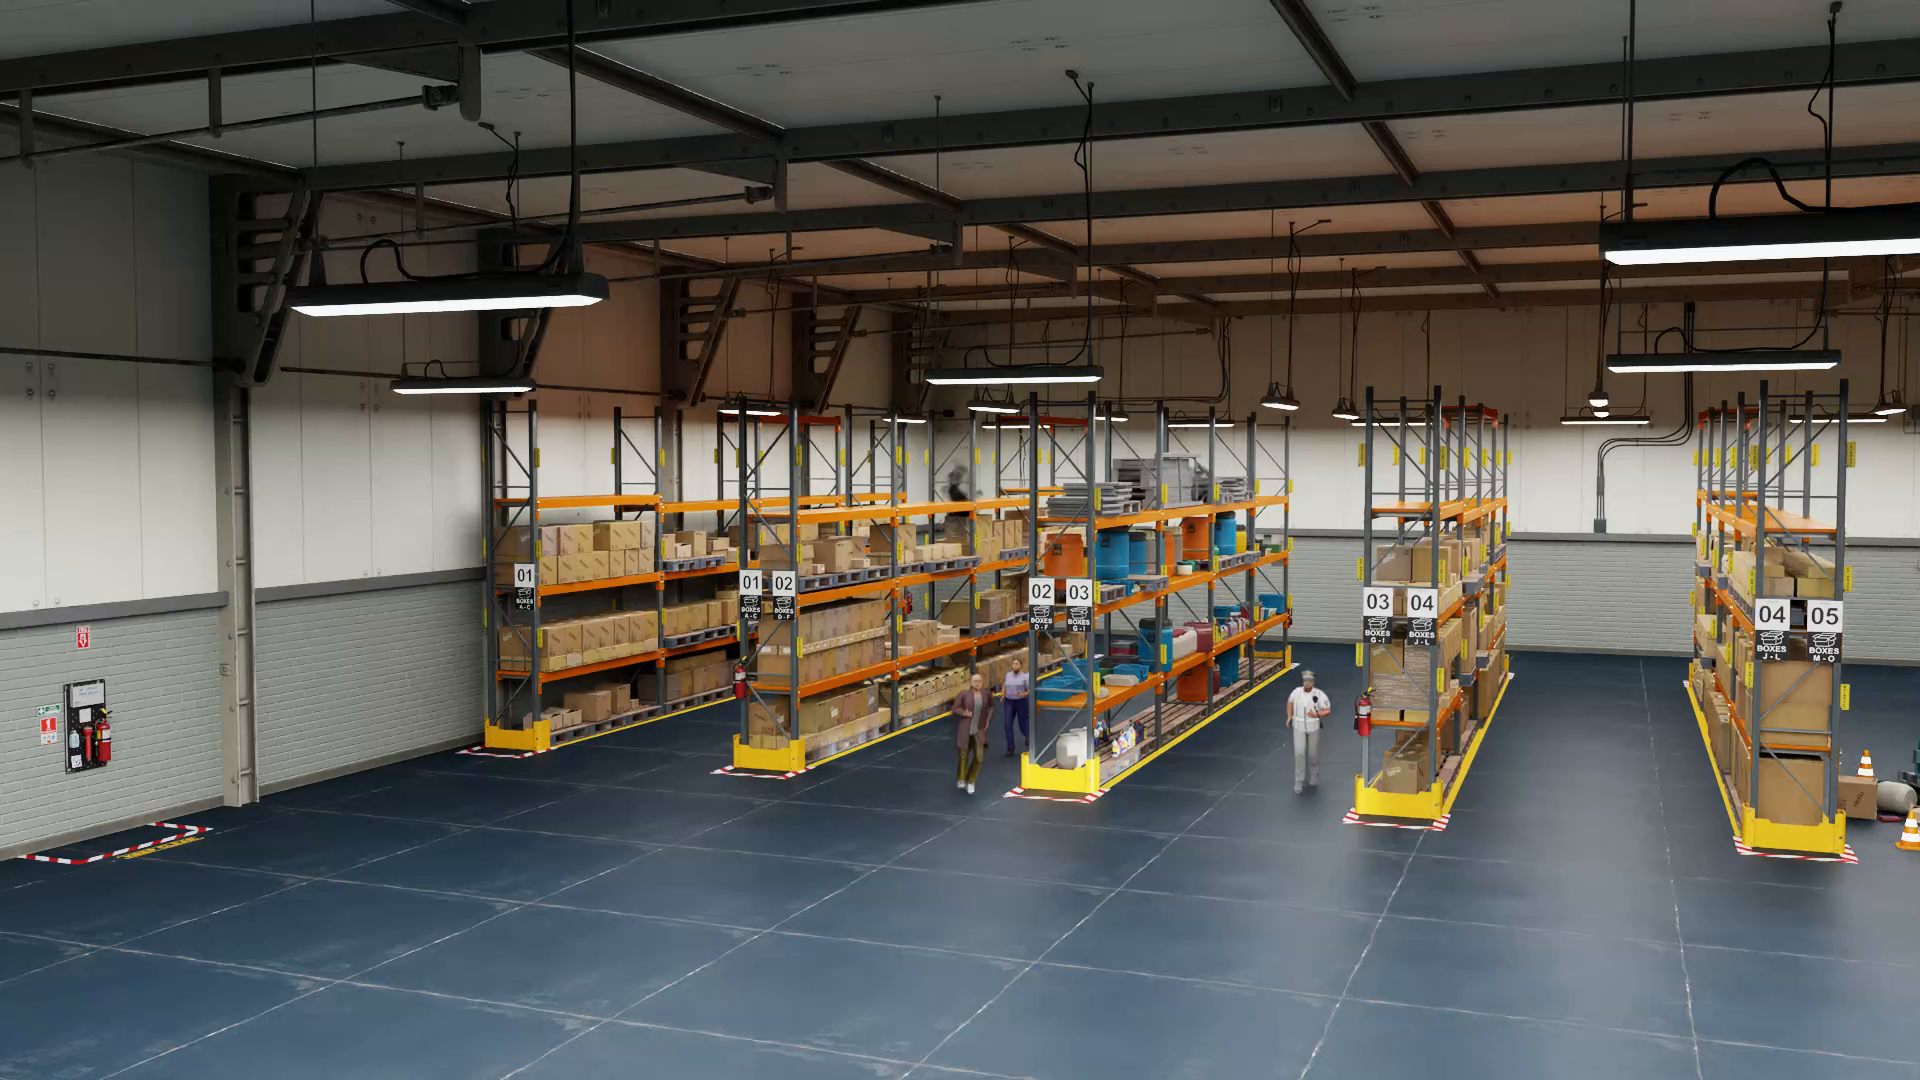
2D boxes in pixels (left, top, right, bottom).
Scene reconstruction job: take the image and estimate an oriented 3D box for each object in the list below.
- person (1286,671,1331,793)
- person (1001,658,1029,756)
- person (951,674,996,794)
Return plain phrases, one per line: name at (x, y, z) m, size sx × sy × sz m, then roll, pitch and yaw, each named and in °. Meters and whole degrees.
person at (5.255, 2.857, 25.108) m, size 0.665 × 1.797 × 0.899 m, roll 1°, pitch 3°, yaw 17°
person at (0.960, 2.811, 28.135) m, size 0.620 × 1.603 × 0.804 m, roll 1°, pitch 3°, yaw 20°
person at (0.218, 2.915, 24.882) m, size 0.708 × 1.802 × 0.776 m, roll 0°, pitch 3°, yaw -7°
